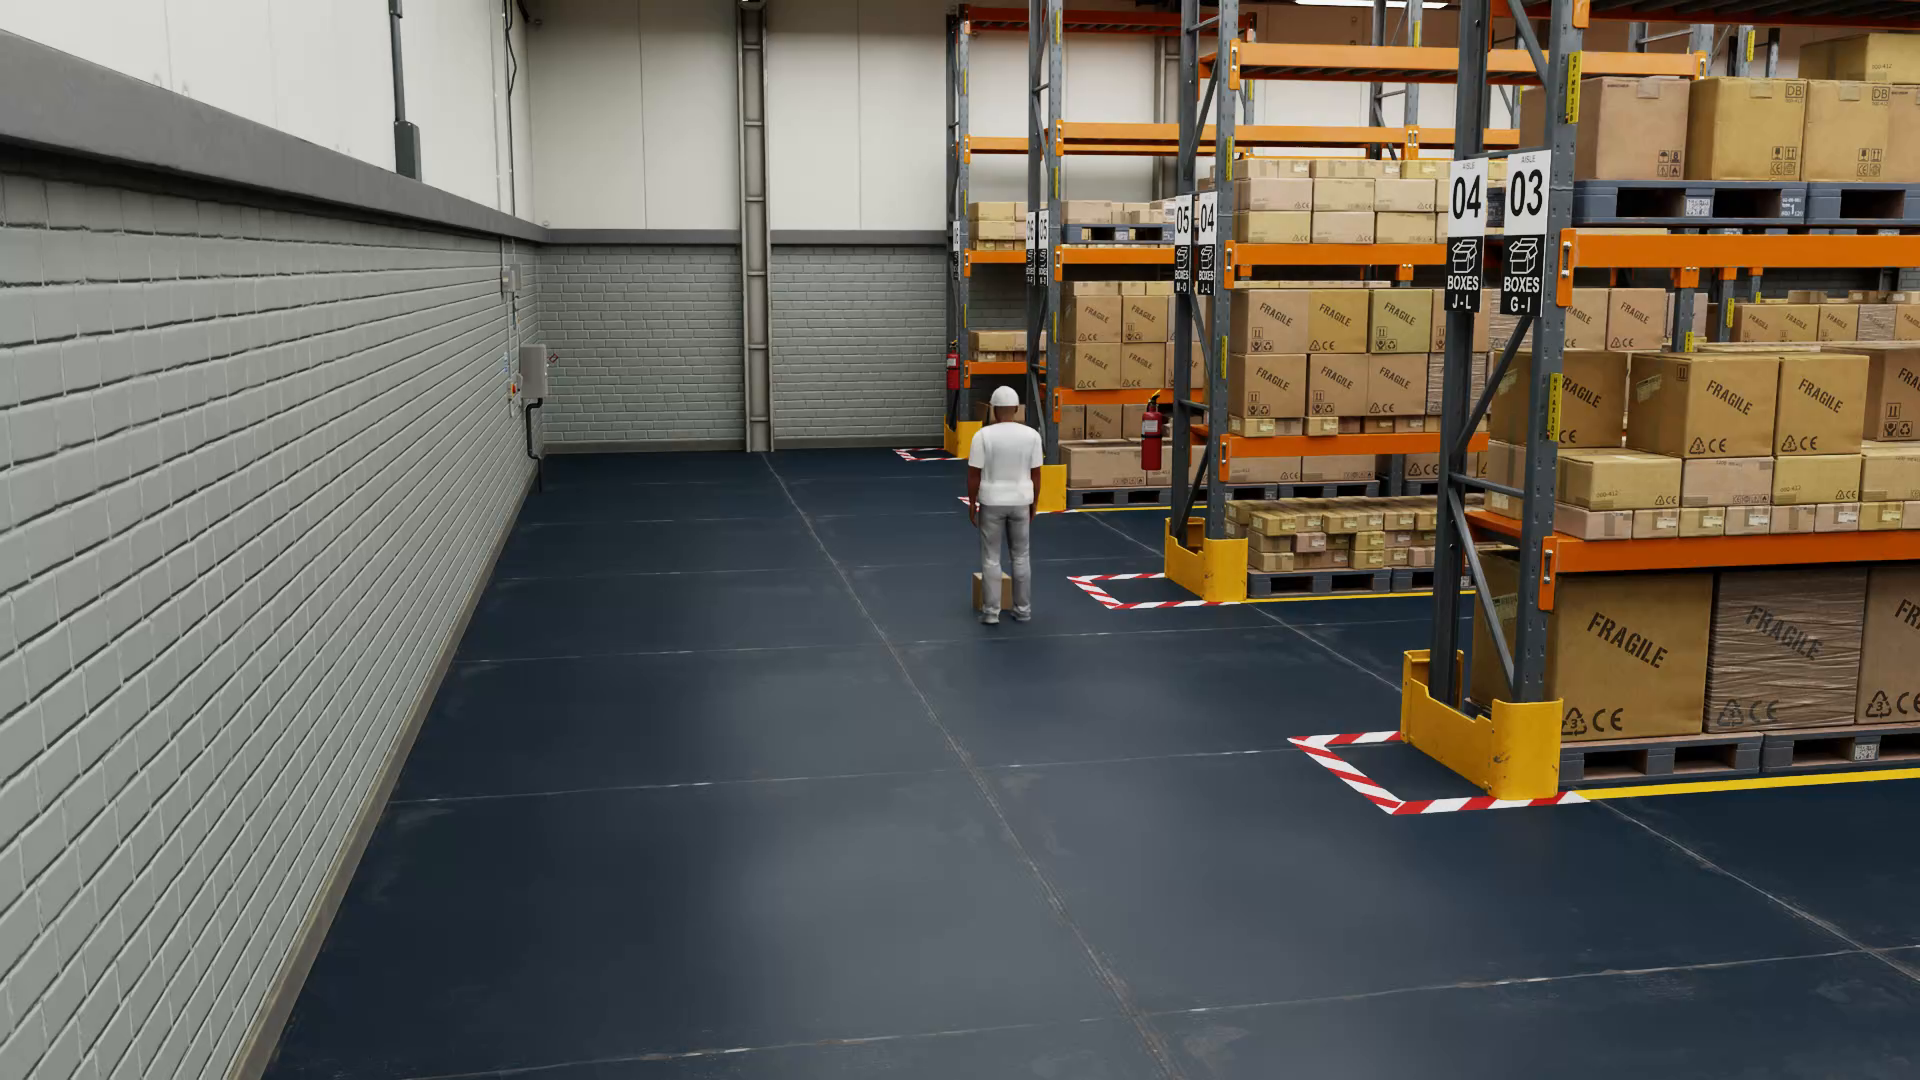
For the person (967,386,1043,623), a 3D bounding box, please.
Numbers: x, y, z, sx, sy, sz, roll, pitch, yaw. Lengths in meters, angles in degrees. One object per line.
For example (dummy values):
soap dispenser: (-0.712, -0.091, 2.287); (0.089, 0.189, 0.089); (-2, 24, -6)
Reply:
person: (0.325, -0.253, 12.403); (0.564, 1.786, 0.371); (-2, 10, -10)
